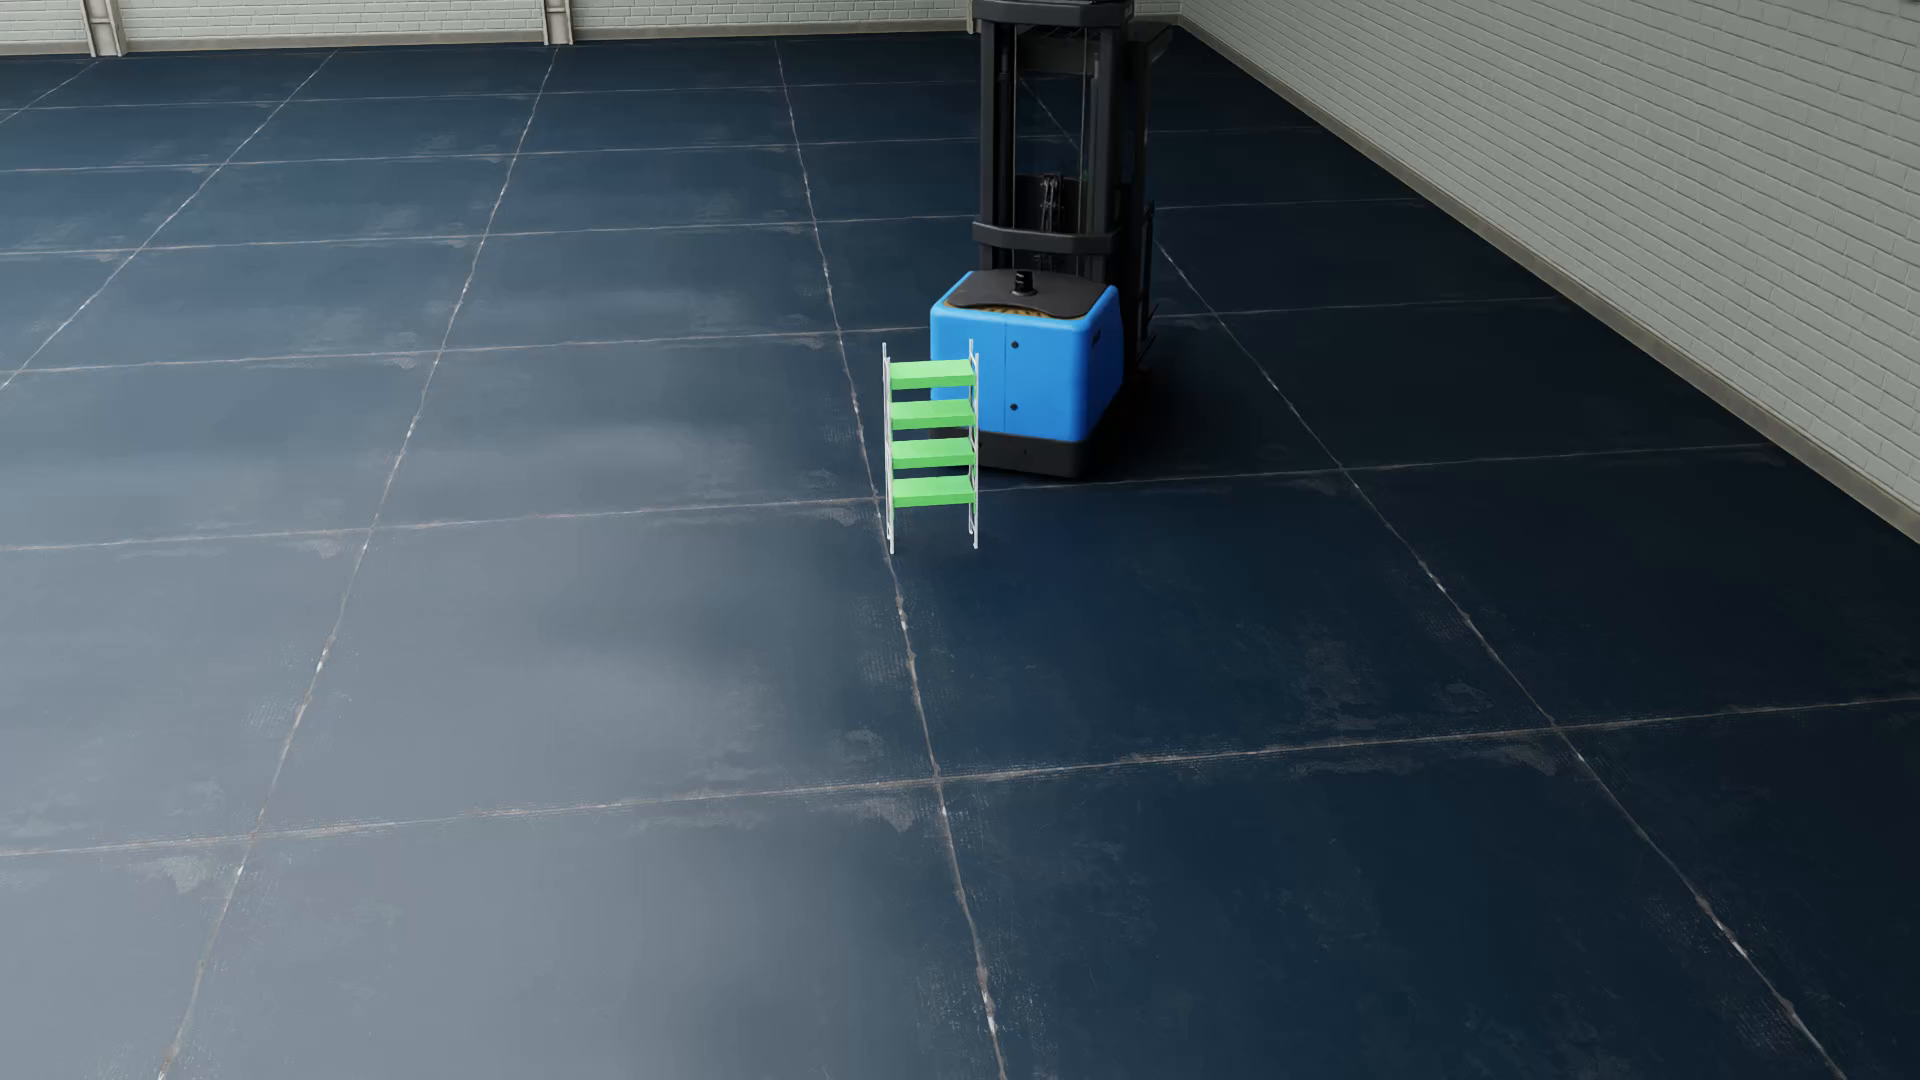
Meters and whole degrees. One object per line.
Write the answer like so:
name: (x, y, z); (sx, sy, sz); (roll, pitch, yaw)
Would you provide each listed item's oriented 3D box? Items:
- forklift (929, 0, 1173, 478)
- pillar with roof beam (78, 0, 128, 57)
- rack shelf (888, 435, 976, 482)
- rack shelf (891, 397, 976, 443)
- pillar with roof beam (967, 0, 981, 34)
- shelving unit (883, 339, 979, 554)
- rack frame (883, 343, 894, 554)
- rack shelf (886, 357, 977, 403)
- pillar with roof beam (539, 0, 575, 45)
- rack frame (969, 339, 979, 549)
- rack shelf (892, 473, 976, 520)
forklift: (0.742, -2.345, 11.109); (1.130, 2.935, 3.031); (8, 28, 16)
pillar with roof beam: (-10.970, -8.671, 16.793); (0.400, 9.000, 9.100); (-4, 27, -7)
rack shelf: (-0.164, -0.466, 9.485); (0.480, 0.148, 0.258); (-4, 27, -7)
rack shelf: (-0.164, -0.680, 9.375); (0.480, 0.148, 0.258); (-4, 27, -7)
pillar with roof beam: (0.913, -9.435, 18.280); (0.400, 9.000, 9.100); (-4, 27, -7)
shelving unit: (-0.164, -0.523, 9.456); (0.503, 1.200, 0.258); (-4, 27, -7)
rack frame: (-0.406, -0.508, 9.425); (0.015, 1.200, 0.240); (-4, 27, -7)
rack shelf: (-0.164, -0.894, 9.266); (0.480, 0.148, 0.258); (-4, 27, -7)
pillar with roof beam: (-5.029, -9.053, 17.536); (0.400, 9.000, 9.100); (-4, 27, -7)
rack frame: (0.078, -0.539, 9.486); (0.015, 1.200, 0.240); (-4, 27, -7)
rack shelf: (-0.164, -0.253, 9.594); (0.480, 0.148, 0.258); (-4, 27, -7)
